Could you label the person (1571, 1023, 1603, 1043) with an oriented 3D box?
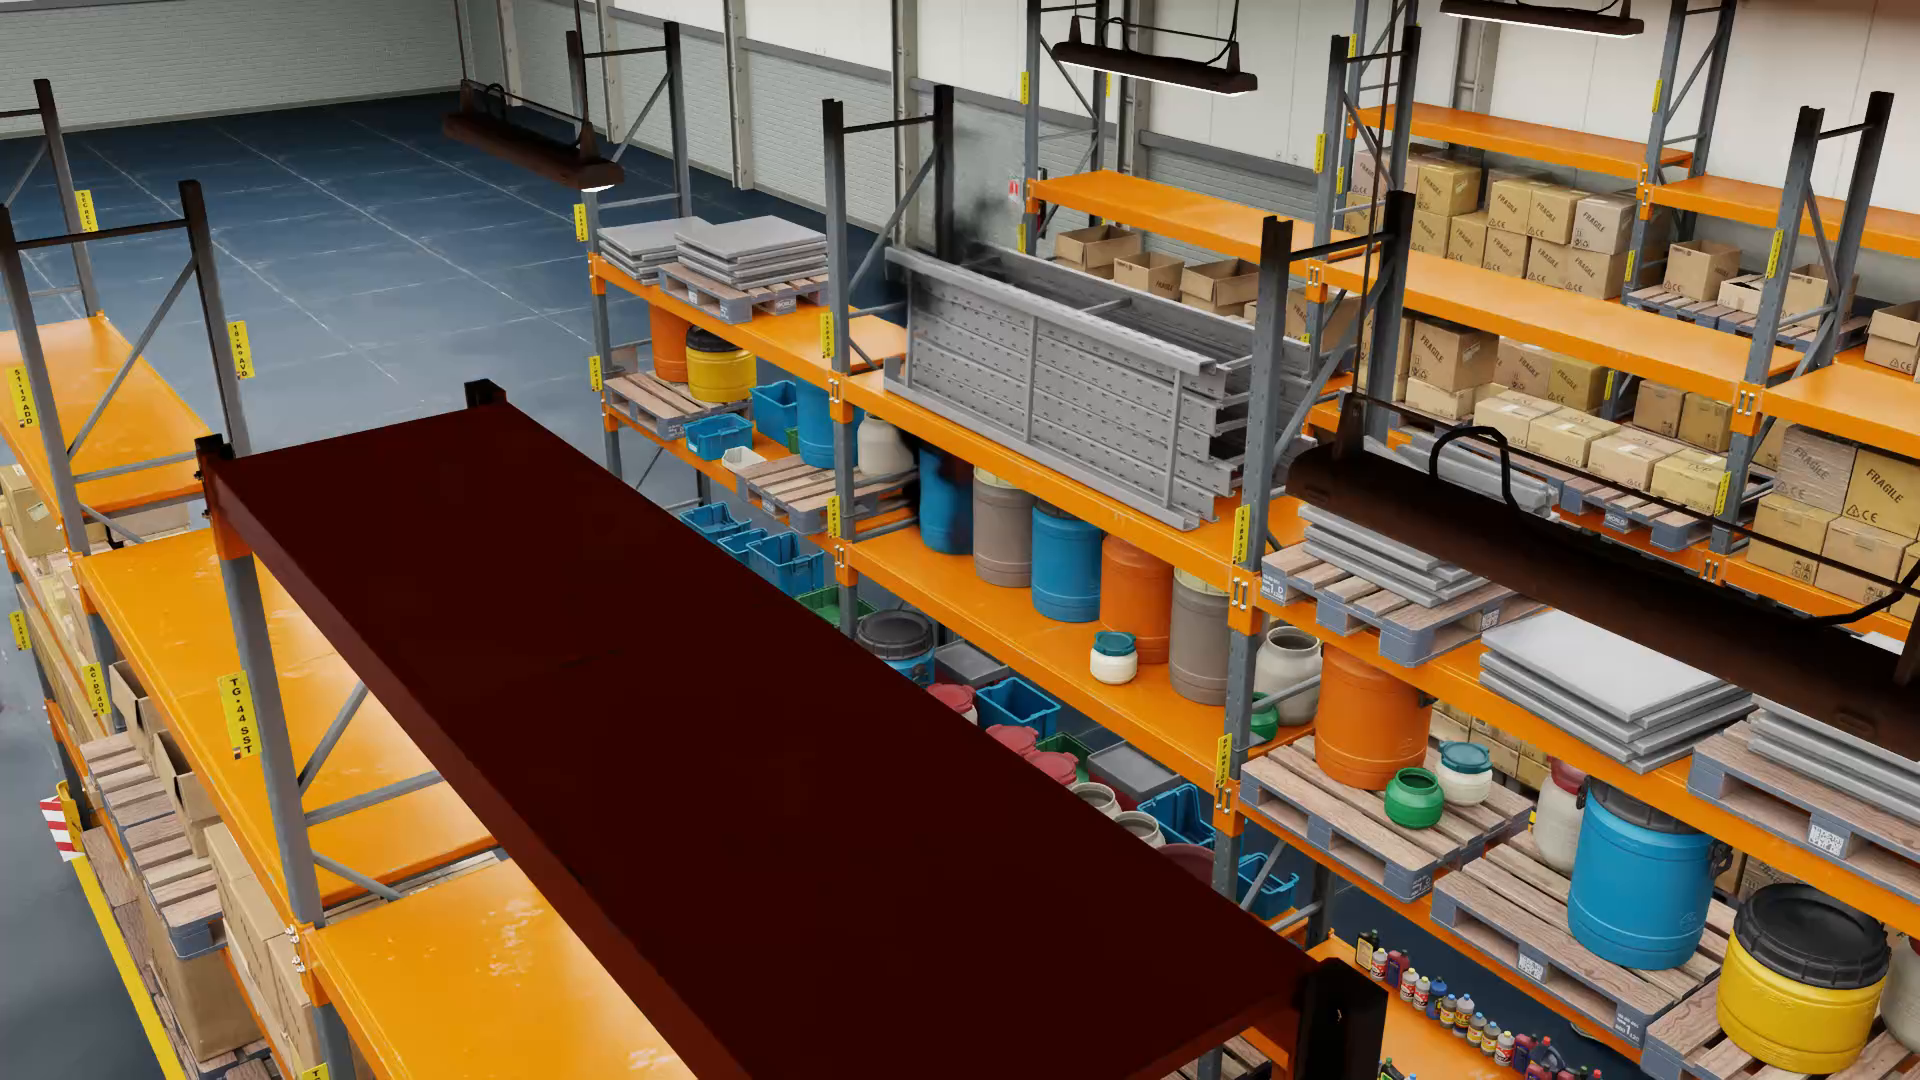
[{"bbox_3d":[4.441,2.765,11.157,0.556,1.552,0.549,19,31,35],"label":"person"}]
